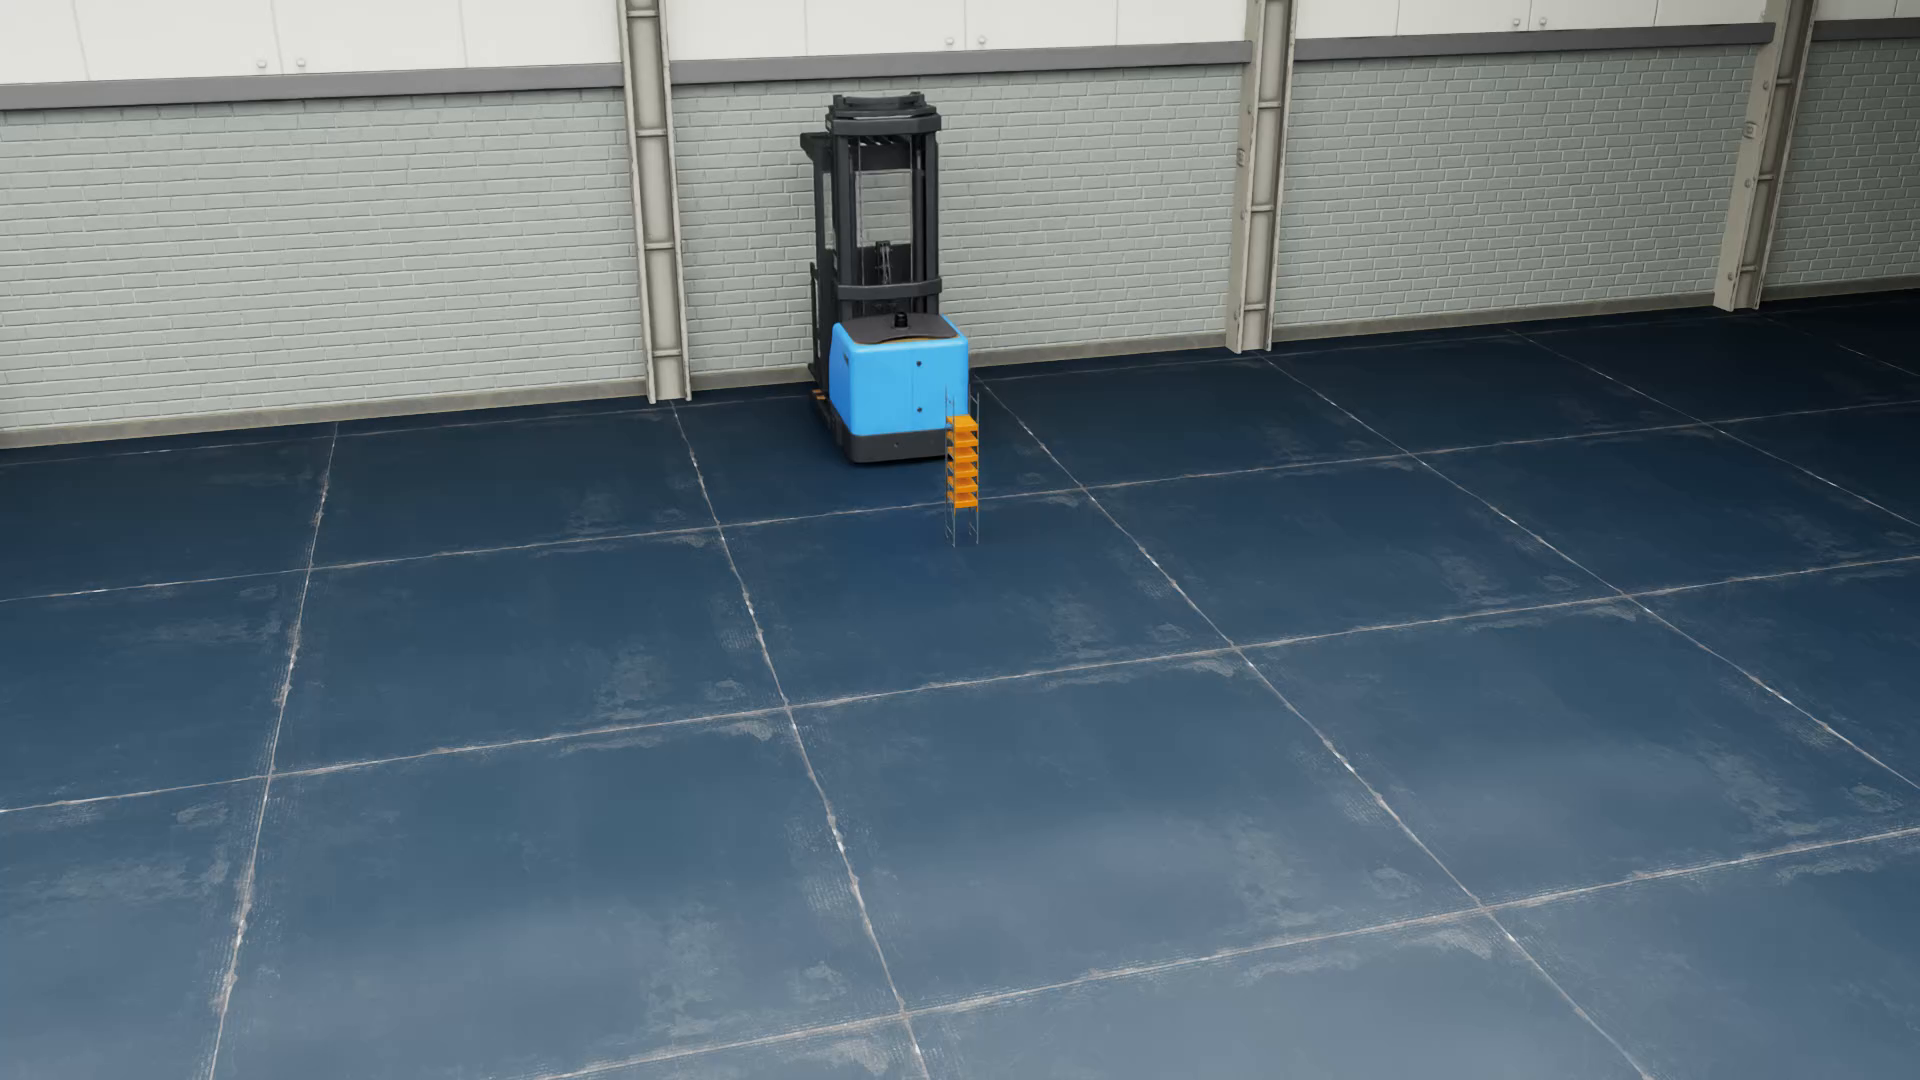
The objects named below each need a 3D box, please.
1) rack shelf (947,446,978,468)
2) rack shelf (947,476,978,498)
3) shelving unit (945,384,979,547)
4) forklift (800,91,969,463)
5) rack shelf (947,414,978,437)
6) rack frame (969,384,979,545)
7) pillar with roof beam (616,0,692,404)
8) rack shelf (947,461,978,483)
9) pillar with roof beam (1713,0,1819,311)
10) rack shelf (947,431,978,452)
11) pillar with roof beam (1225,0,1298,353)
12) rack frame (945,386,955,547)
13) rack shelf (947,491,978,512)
[{"bbox_3d":[0.014,-0.622,12.417,0.180,0.103,0.258,-6,24,-14],"label":"rack shelf"},{"bbox_3d":[0.014,-0.402,12.512,0.180,0.103,0.258,-6,24,-14],"label":"rack shelf"},{"bbox_3d":[0.014,-0.553,12.447,0.189,1.200,0.258,-6,24,-14],"label":"shelving unit"},{"bbox_3d":[-0.789,-2.552,14.910,1.130,2.935,3.031,-6,24,-14],"label":"forklift"},{"bbox_3d":[0.014,-0.843,12.323,0.180,0.103,0.258,-6,24,-14],"label":"rack shelf"},{"bbox_3d":[0.102,-0.563,12.470,0.006,1.200,0.240,-6,24,-14],"label":"rack frame"},{"bbox_3d":[-1.611,-3.866,10.279,0.400,9.000,9.100,-6,24,-14],"label":"pillar with roof beam"},{"bbox_3d":[0.014,-0.512,12.465,0.180,0.103,0.258,-6,24,-14],"label":"rack shelf"},{"bbox_3d":[9.943,-5.145,13.258,0.400,9.000,9.100,-6,24,-14],"label":"pillar with roof beam"},{"bbox_3d":[0.014,-0.733,12.370,0.180,0.103,0.258,-6,24,-14],"label":"rack shelf"},{"bbox_3d":[4.166,-4.506,11.768,0.400,9.000,9.100,-6,24,-14],"label":"pillar with roof beam"},{"bbox_3d":[-0.074,-0.543,12.424,0.006,1.200,0.240,-6,24,-14],"label":"rack frame"},{"bbox_3d":[0.014,-0.292,12.559,0.180,0.103,0.258,-6,24,-14],"label":"rack shelf"}]
